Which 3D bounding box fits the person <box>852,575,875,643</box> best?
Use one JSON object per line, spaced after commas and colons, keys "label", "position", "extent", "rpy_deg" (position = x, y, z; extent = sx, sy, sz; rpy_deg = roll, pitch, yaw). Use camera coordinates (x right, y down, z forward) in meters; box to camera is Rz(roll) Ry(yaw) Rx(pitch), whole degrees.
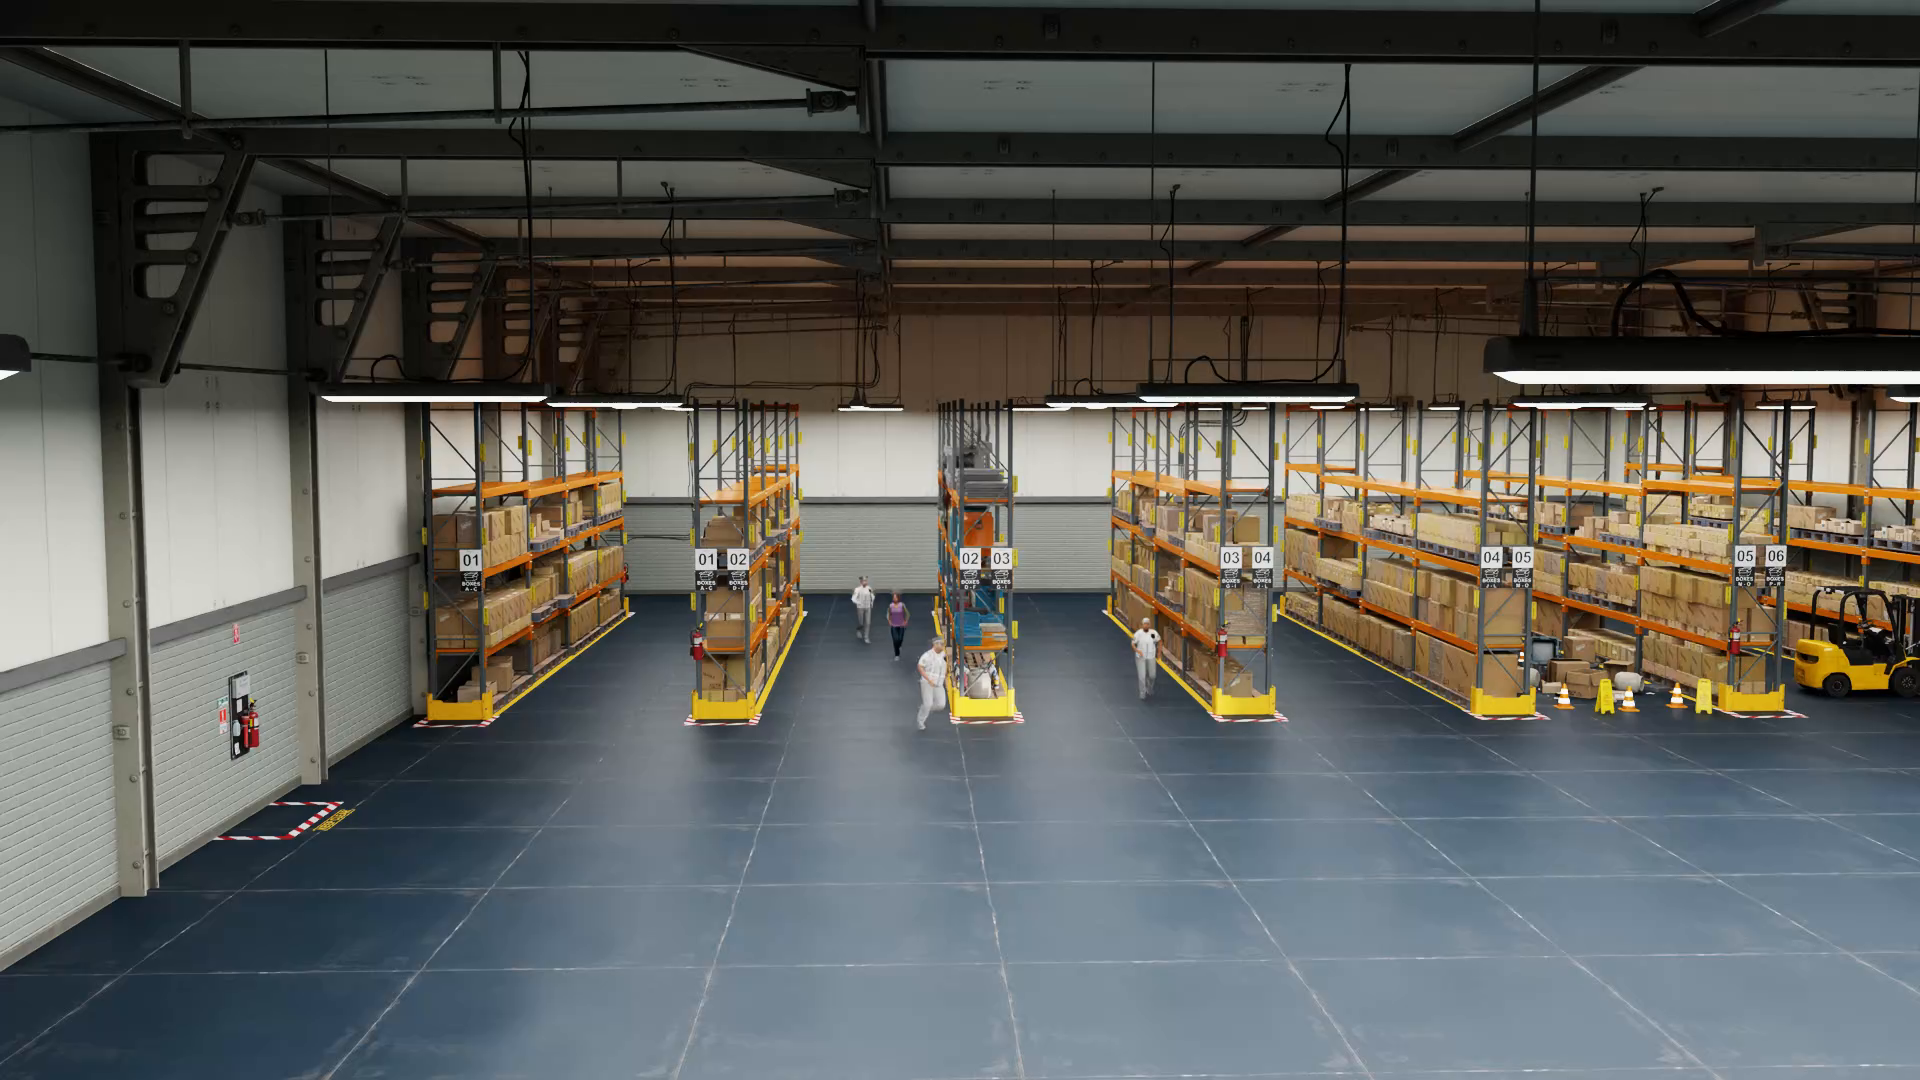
{"label": "person", "position": [-2.397, 1.711, 41.592], "extent": [0.625, 1.669, 0.848], "rpy_deg": [-1, 5, -19]}

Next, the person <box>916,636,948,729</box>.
{"label": "person", "position": [-0.475, 2.583, 30.361], "extent": [0.735, 1.662, 0.563], "rpy_deg": [-3, 6, -39]}

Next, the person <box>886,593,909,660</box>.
{"label": "person", "position": [-1.457, 2.017, 38.678], "extent": [0.545, 1.564, 0.490], "rpy_deg": [0, 4, 4]}

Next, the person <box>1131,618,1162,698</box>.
{"label": "person", "position": [3.763, 2.375, 33.419], "extent": [0.639, 1.626, 0.546], "rpy_deg": [0, 4, 0]}
